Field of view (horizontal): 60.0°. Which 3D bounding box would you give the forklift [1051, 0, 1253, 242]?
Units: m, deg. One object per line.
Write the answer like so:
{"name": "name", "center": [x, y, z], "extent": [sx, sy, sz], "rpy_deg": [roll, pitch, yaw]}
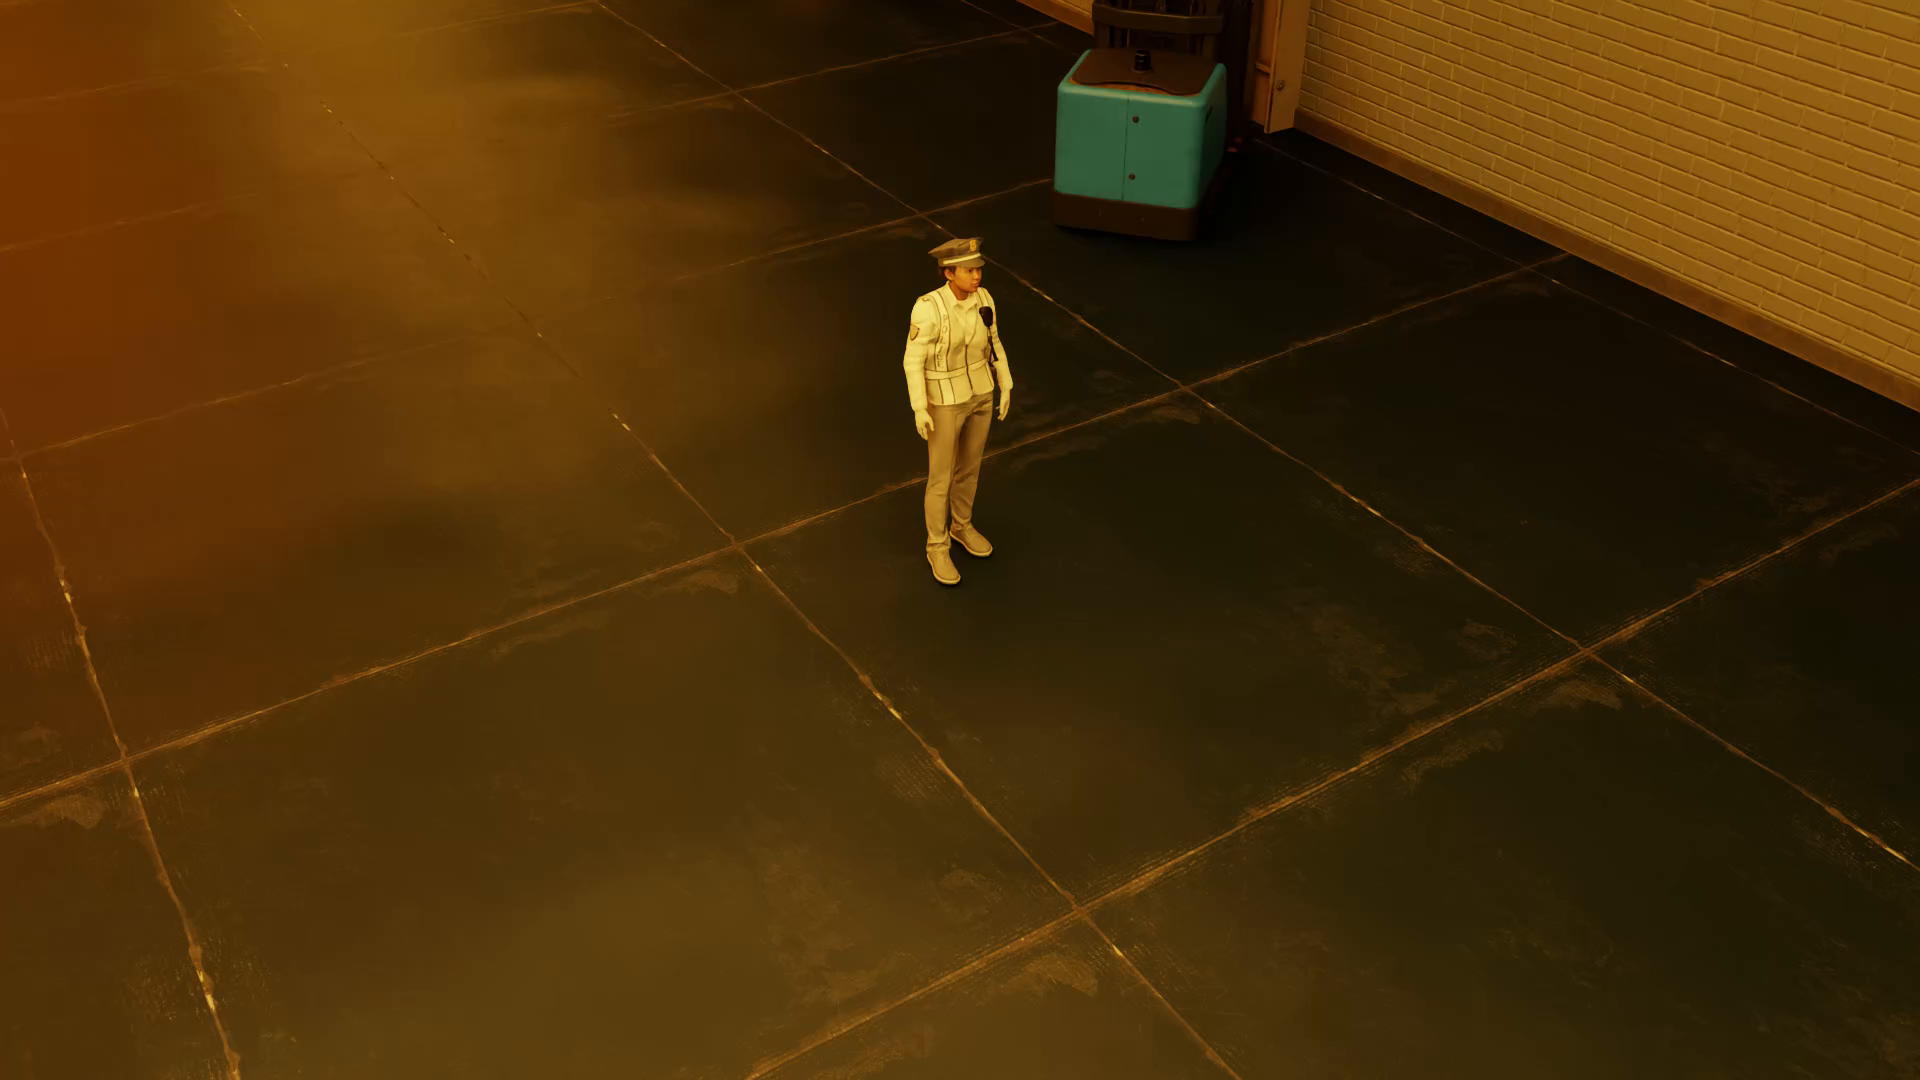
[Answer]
{"name": "forklift", "center": [1.584, -4.109, 11.995], "extent": [1.130, 2.935, 3.031], "rpy_deg": [11, 36, 15]}

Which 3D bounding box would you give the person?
{"name": "person", "center": [0.032, -0.664, 8.155], "extent": [0.587, 1.694, 0.530], "rpy_deg": [-21, 40, -27]}
